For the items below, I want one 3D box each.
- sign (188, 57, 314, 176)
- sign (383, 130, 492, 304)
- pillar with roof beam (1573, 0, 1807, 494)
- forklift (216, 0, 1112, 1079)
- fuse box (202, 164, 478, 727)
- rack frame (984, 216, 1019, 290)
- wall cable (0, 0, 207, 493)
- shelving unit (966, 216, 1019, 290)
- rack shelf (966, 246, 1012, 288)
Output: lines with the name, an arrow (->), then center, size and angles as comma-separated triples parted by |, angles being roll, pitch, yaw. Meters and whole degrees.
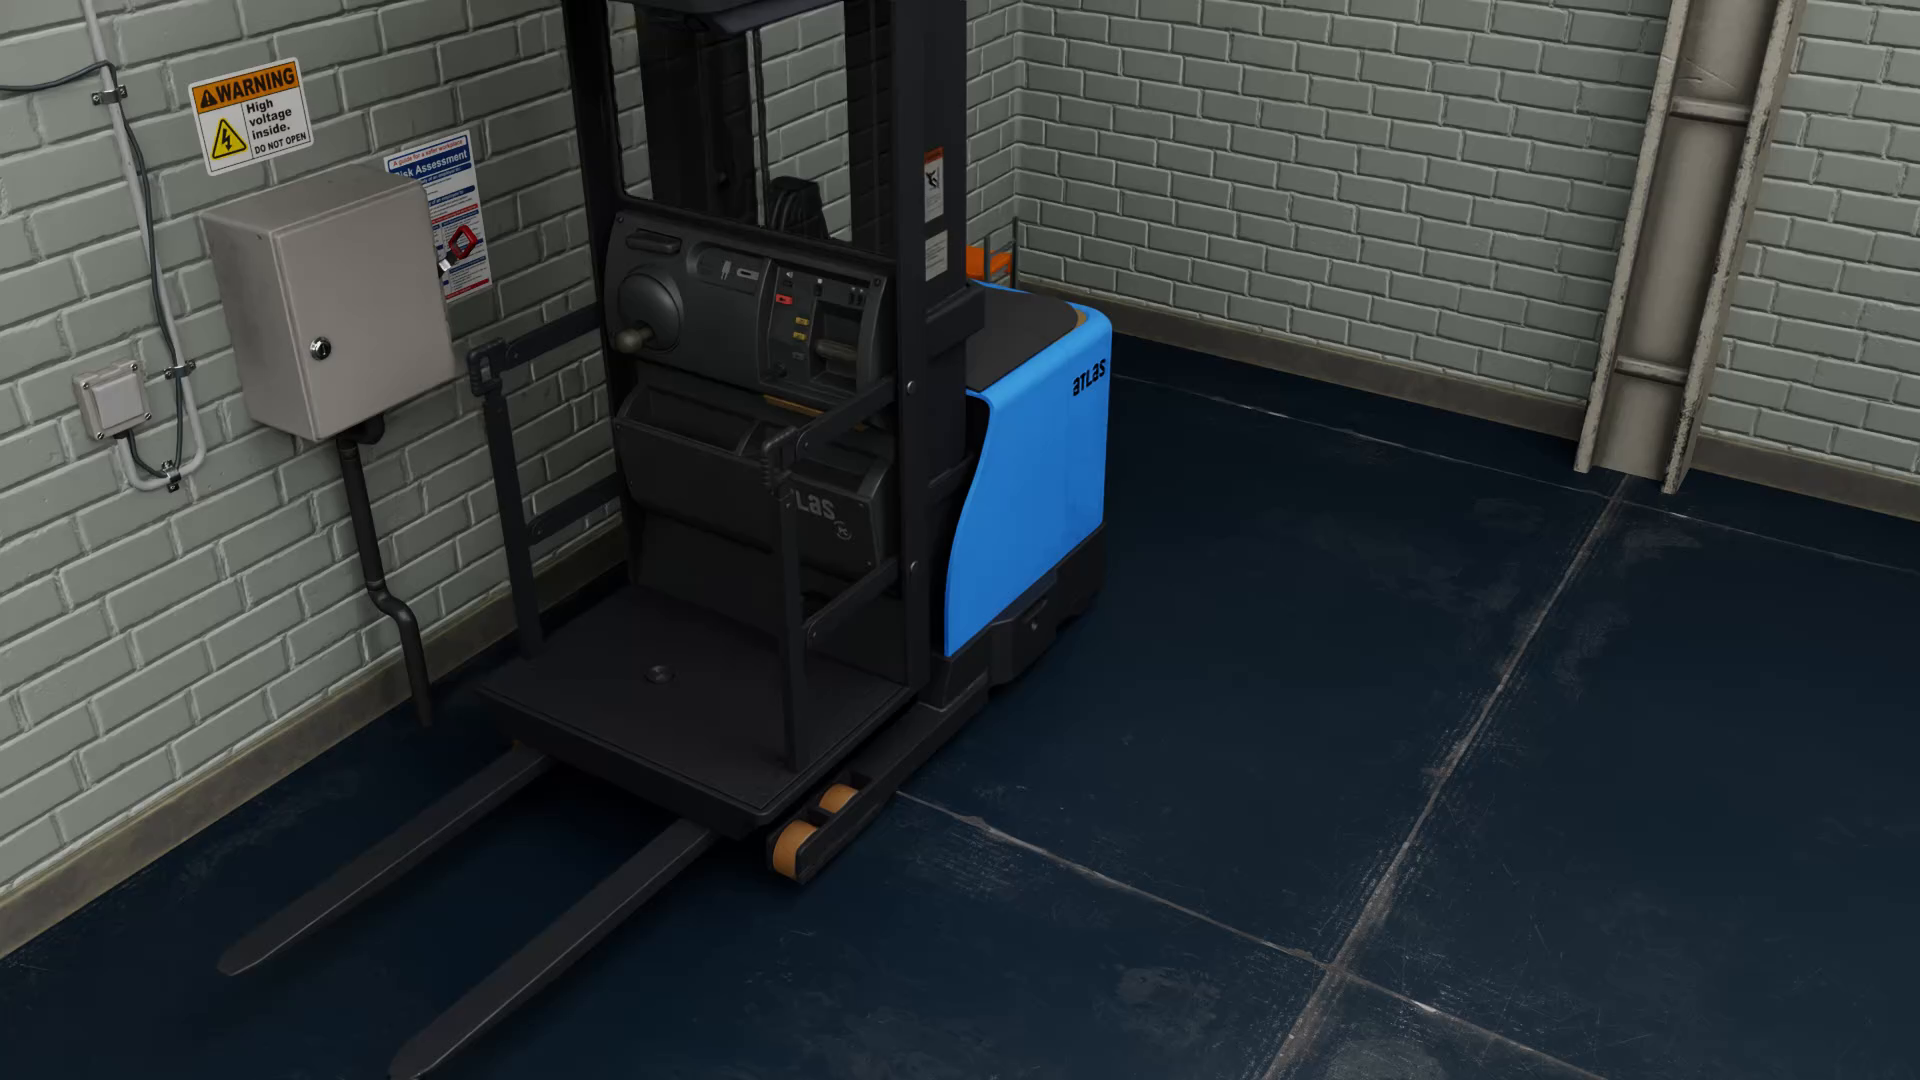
sign -> -1.853, -1.113, 4.361 | 0.001, 0.242, 0.339 | 18, 35, 27
sign -> -1.561, -0.949, 4.995 | 0.001, 0.494, 0.329 | 18, 35, 27
pillar with roof beam -> 0.442, -2.346, 1.342 | 0.400, 9.000, 9.100 | 18, 35, 27
forklift -> -0.709, -0.589, 4.350 | 1.130, 2.935, 3.031 | 18, 35, 28
fuse box -> -1.648, -0.167, 4.839 | 0.414, 1.711, 0.539 | 18, 35, 27
rack frame -> 0.144, -0.561, 6.020 | 0.015, 1.200, 0.240 | 15, 33, 24
wall cable -> -2.144, -0.914, 3.831 | 0.122, 1.984, 0.588 | 18, 35, 27
shelving unit -> -0.072, -0.618, 6.119 | 0.503, 1.200, 0.258 | 15, 33, 24
rack shelf -> -0.072, -0.958, 5.921 | 0.480, 0.148, 0.258 | 15, 33, 24
